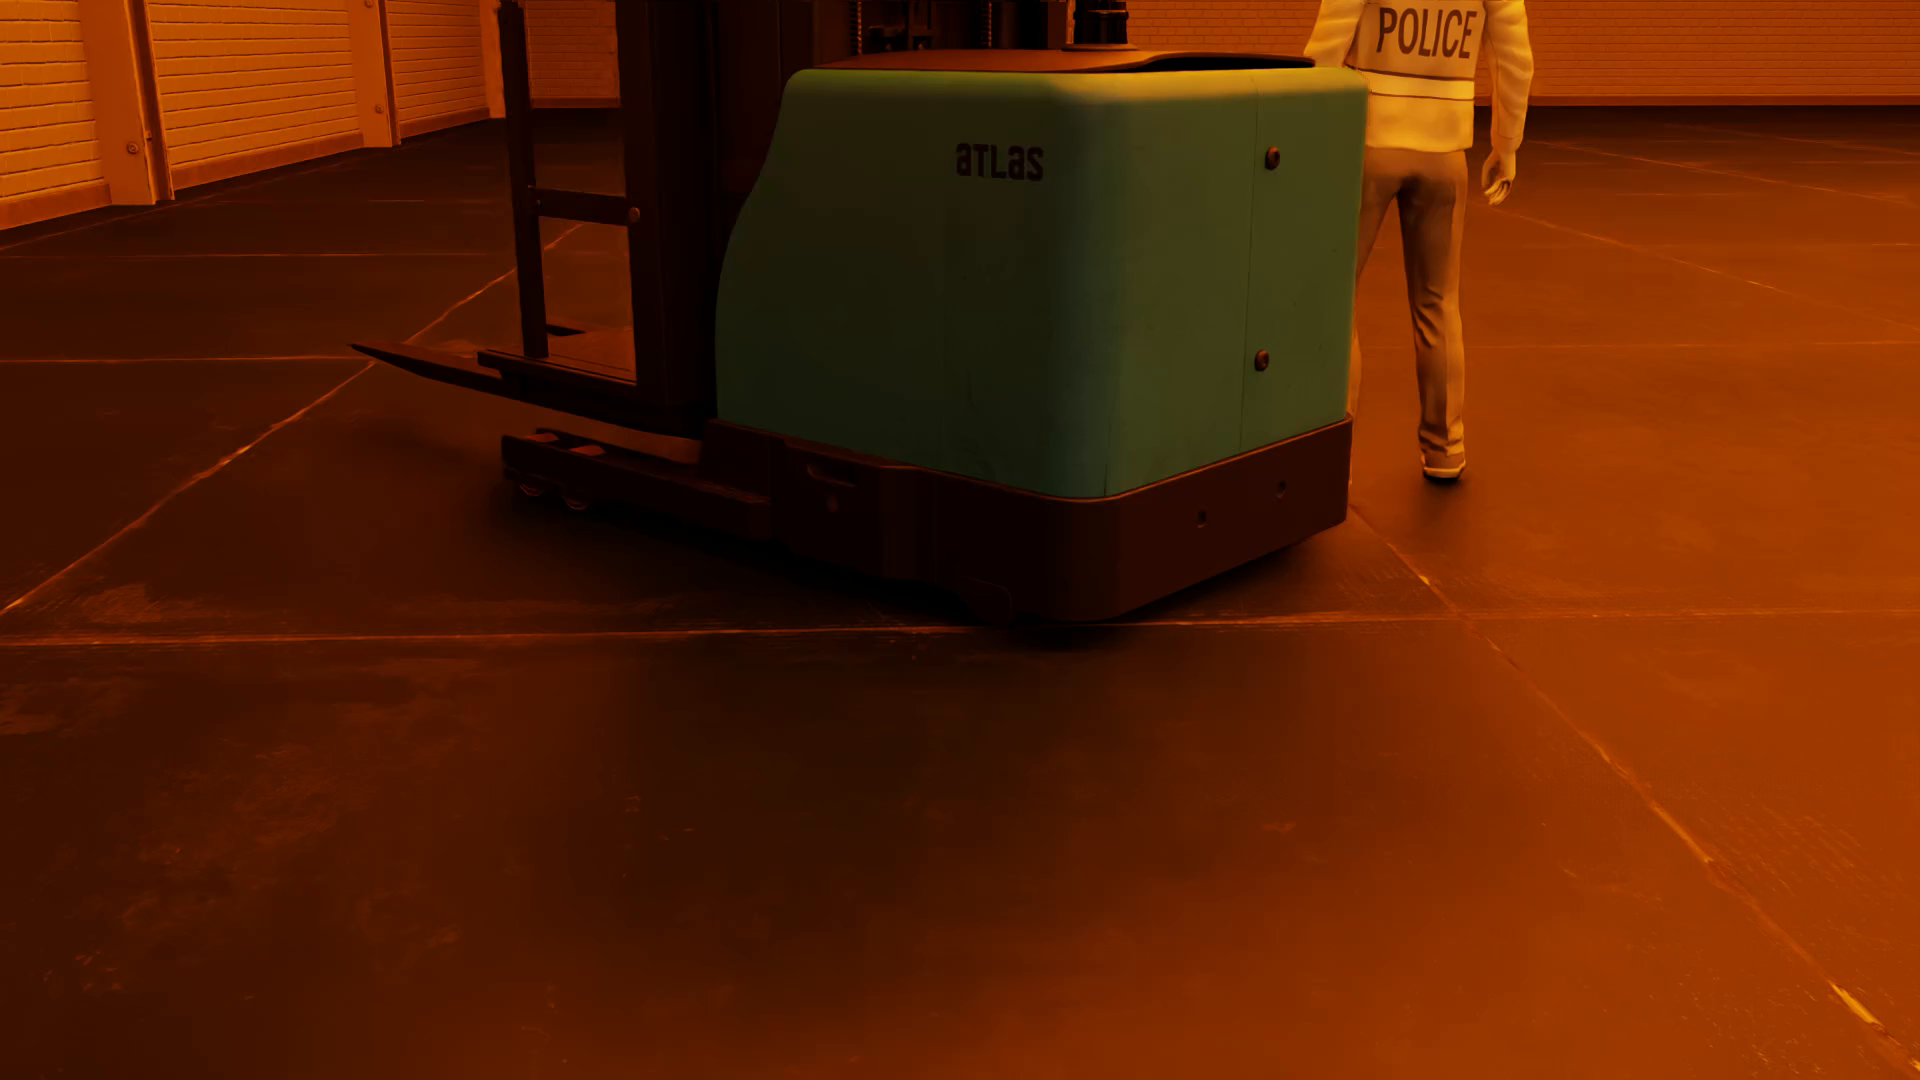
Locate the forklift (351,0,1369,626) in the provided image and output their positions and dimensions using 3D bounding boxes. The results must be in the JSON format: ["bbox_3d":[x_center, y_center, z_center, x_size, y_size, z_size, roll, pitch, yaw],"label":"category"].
[{"bbox_3d":[-0.540,-1.574,4.052,3.031,2.935,1.130,15,22,40],"label":"forklift"}]

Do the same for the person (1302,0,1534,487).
[{"bbox_3d":[1.107,-0.959,4.212,0.644,1.685,0.415,-2,17,-6],"label":"person"}]
